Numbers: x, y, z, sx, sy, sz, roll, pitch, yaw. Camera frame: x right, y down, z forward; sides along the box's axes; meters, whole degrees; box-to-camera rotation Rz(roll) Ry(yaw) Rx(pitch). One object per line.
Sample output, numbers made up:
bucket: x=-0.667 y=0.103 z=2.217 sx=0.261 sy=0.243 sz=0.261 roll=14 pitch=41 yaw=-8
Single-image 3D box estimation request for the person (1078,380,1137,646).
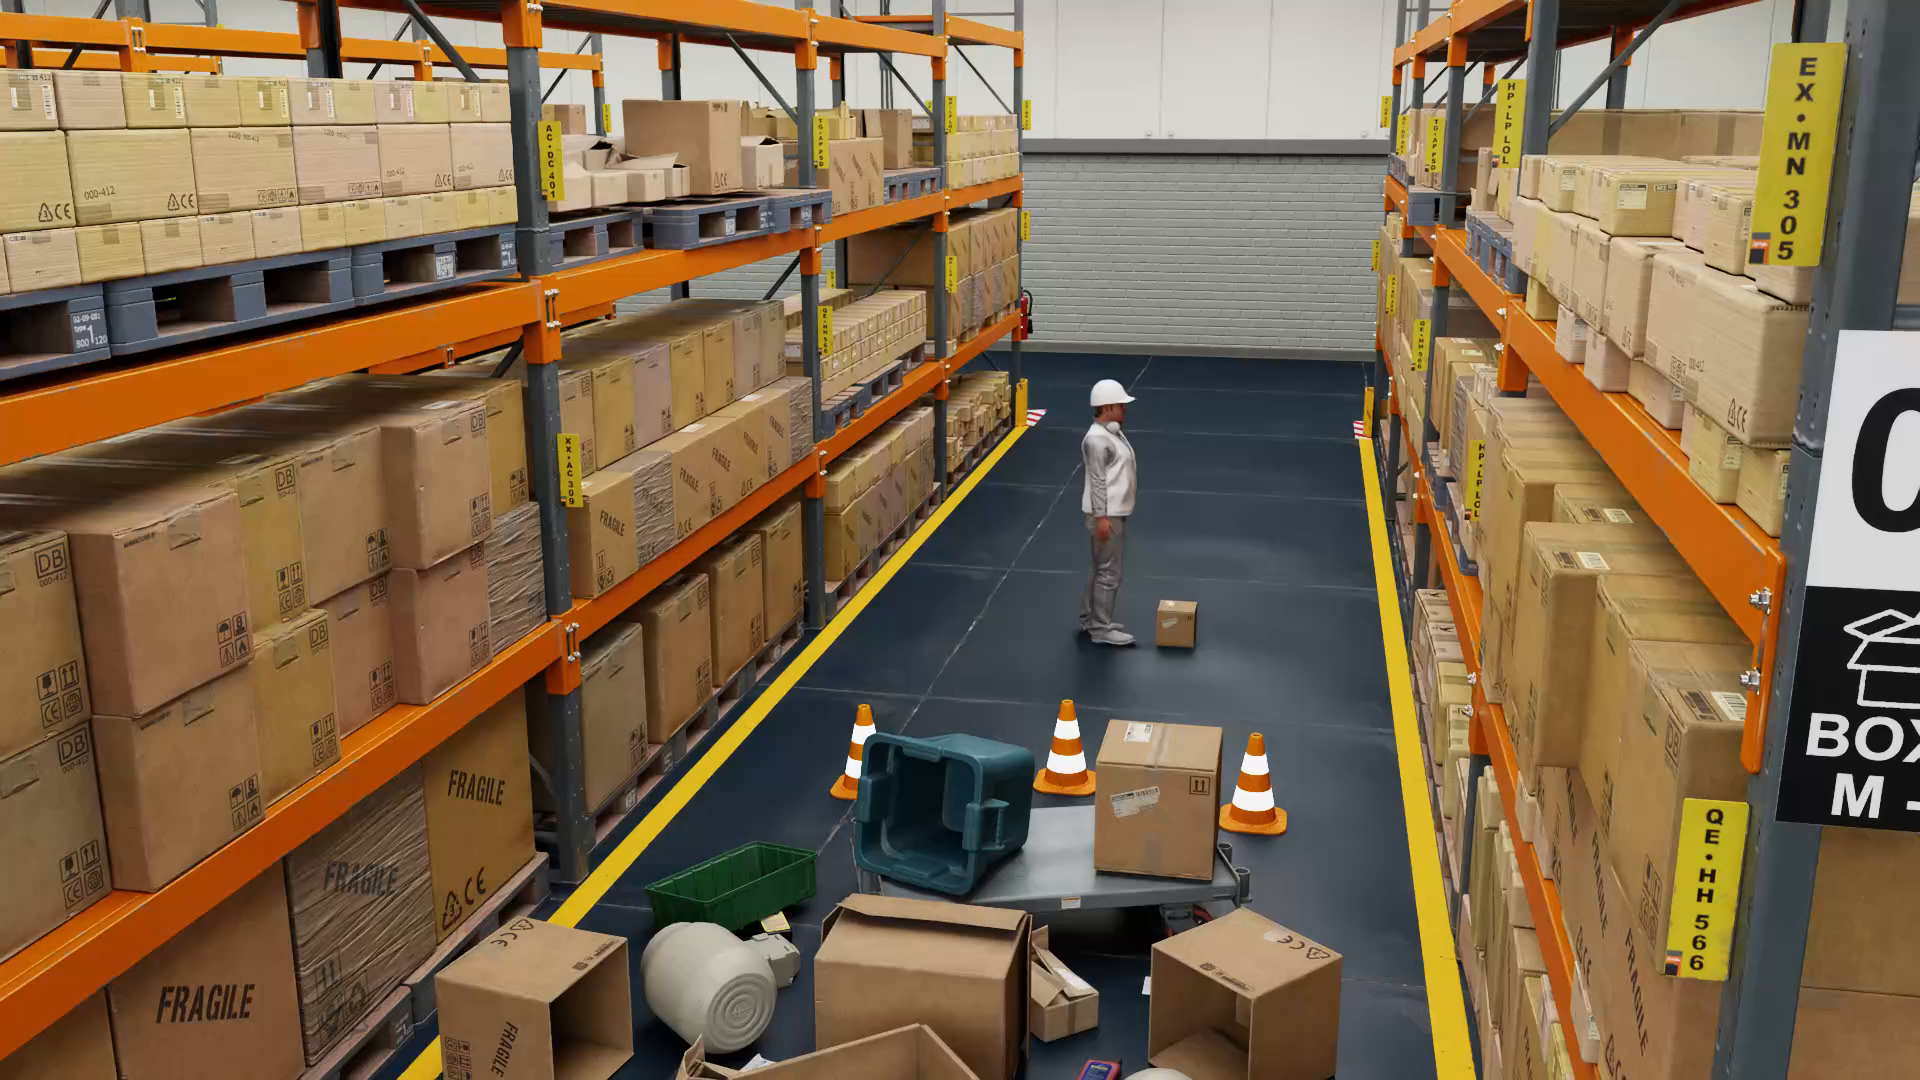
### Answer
person: x=1.007 y=-0.191 z=11.197 sx=0.422 sy=1.783 sz=0.539 roll=3 pitch=15 yaw=12
